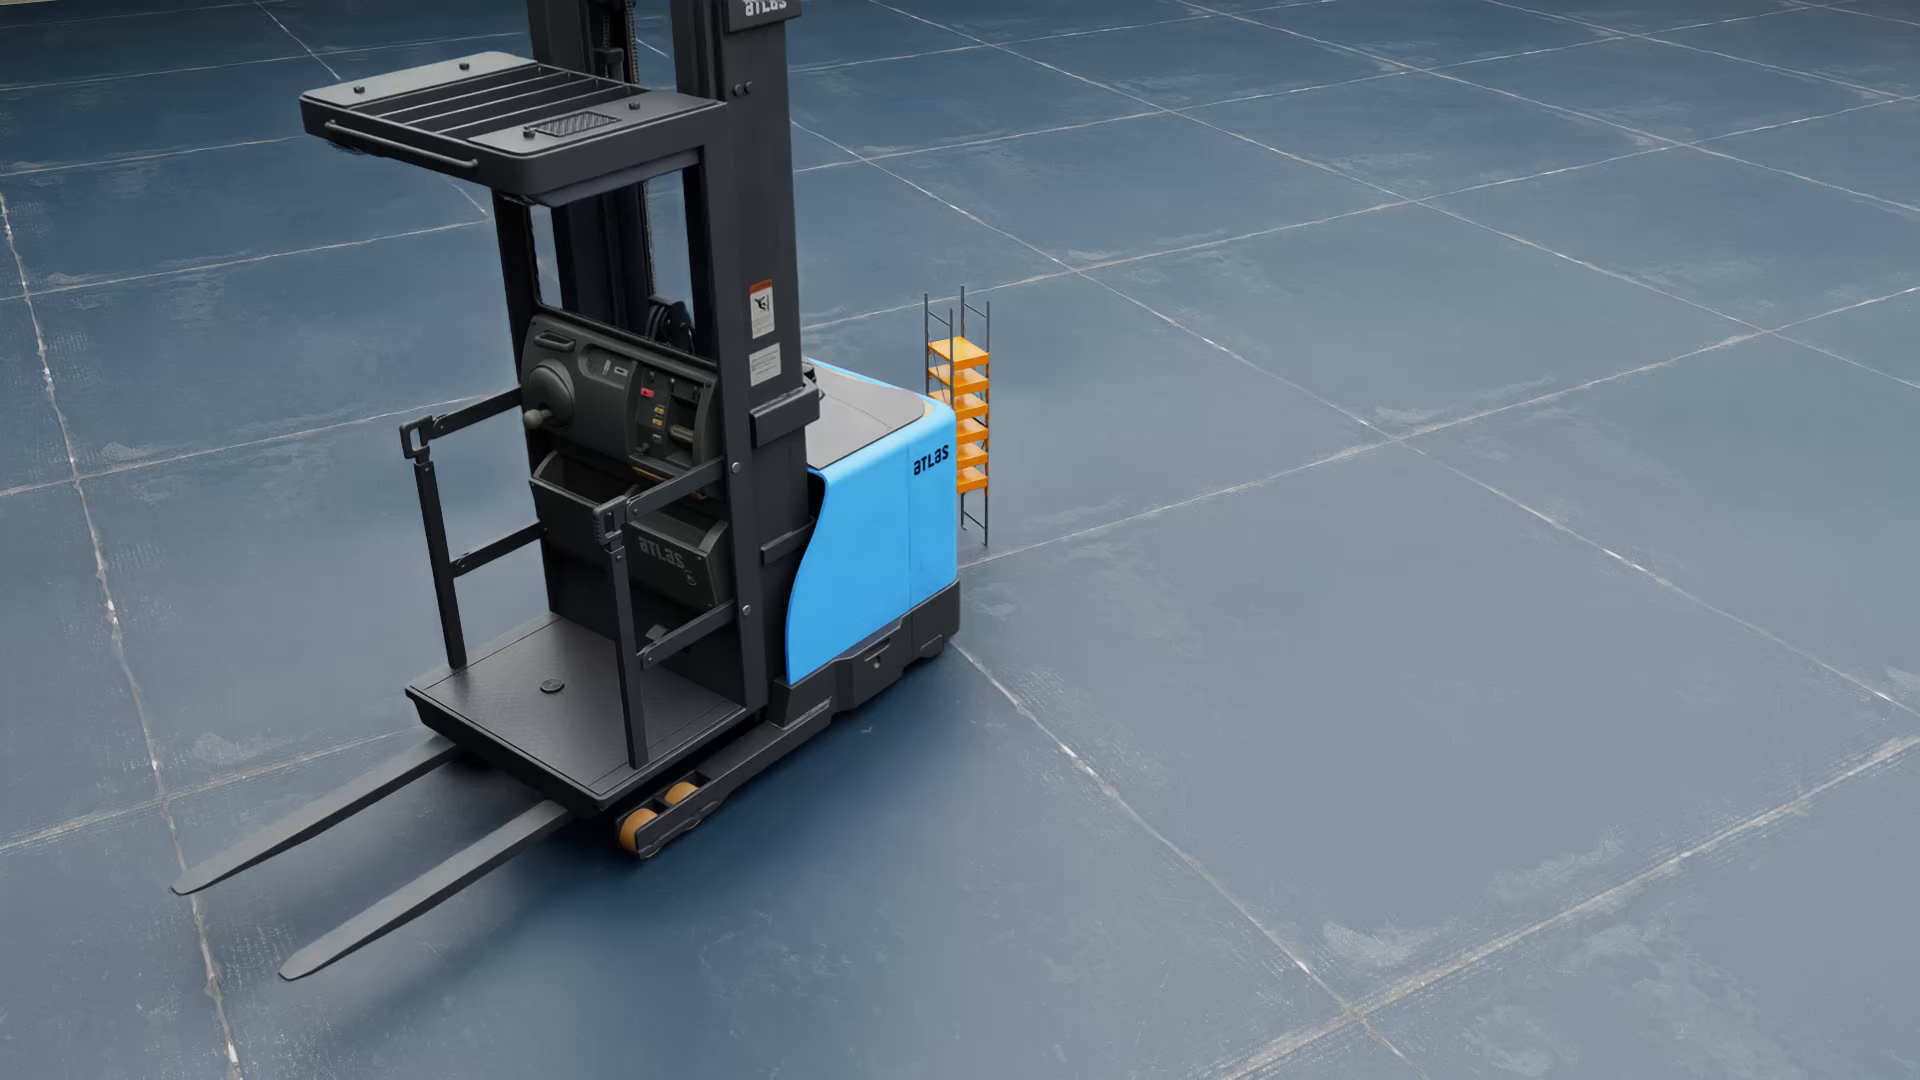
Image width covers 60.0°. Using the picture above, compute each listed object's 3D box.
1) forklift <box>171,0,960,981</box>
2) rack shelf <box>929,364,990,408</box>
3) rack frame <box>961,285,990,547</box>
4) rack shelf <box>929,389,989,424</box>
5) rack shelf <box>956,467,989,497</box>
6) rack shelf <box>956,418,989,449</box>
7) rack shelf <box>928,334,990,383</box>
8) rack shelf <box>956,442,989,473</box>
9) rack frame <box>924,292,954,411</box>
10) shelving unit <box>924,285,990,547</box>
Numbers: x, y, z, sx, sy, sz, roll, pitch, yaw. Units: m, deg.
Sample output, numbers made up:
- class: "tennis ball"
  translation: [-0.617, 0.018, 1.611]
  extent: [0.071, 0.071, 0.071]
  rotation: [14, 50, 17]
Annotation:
- class: "forklift"
  translation: [-1.308, -0.456, 5.542]
  extent: [1.130, 2.935, 3.031]
  rotation: [21, 35, 33]
- class: "rack shelf"
  translation: [-0.012, -0.693, 7.359]
  extent: [0.180, 0.103, 0.258]
  rotation: [-16, 33, -26]
- class: "rack frame"
  translation: [0.066, -0.544, 7.494]
  extent: [0.006, 1.200, 0.240]
  rotation: [-16, 33, -26]
- class: "rack shelf"
  translation: [-0.012, -0.588, 7.417]
  extent: [0.180, 0.103, 0.258]
  rotation: [-16, 33, -26]
- class: "rack shelf"
  translation: [-0.012, -0.273, 7.591]
  extent: [0.180, 0.103, 0.258]
  rotation: [-16, 33, -26]
- class: "rack shelf"
  translation: [-0.012, -0.483, 7.475]
  extent: [0.180, 0.103, 0.258]
  rotation: [-16, 33, -26]
- class: "rack shelf"
  translation: [-0.012, -0.798, 7.301]
  extent: [0.180, 0.103, 0.258]
  rotation: [-16, 33, -26]
- class: "rack shelf"
  translation: [-0.012, -0.378, 7.533]
  extent: [0.180, 0.103, 0.258]
  rotation: [-16, 33, -26]
- class: "rack frame"
  translation: [-0.091, -0.499, 7.413]
  extent: [0.006, 1.200, 0.240]
  rotation: [-16, 33, -26]
- class: "shelving unit"
  translation: [-0.012, -0.522, 7.454]
  extent: [0.189, 1.200, 0.258]
  rotation: [-16, 33, -26]
